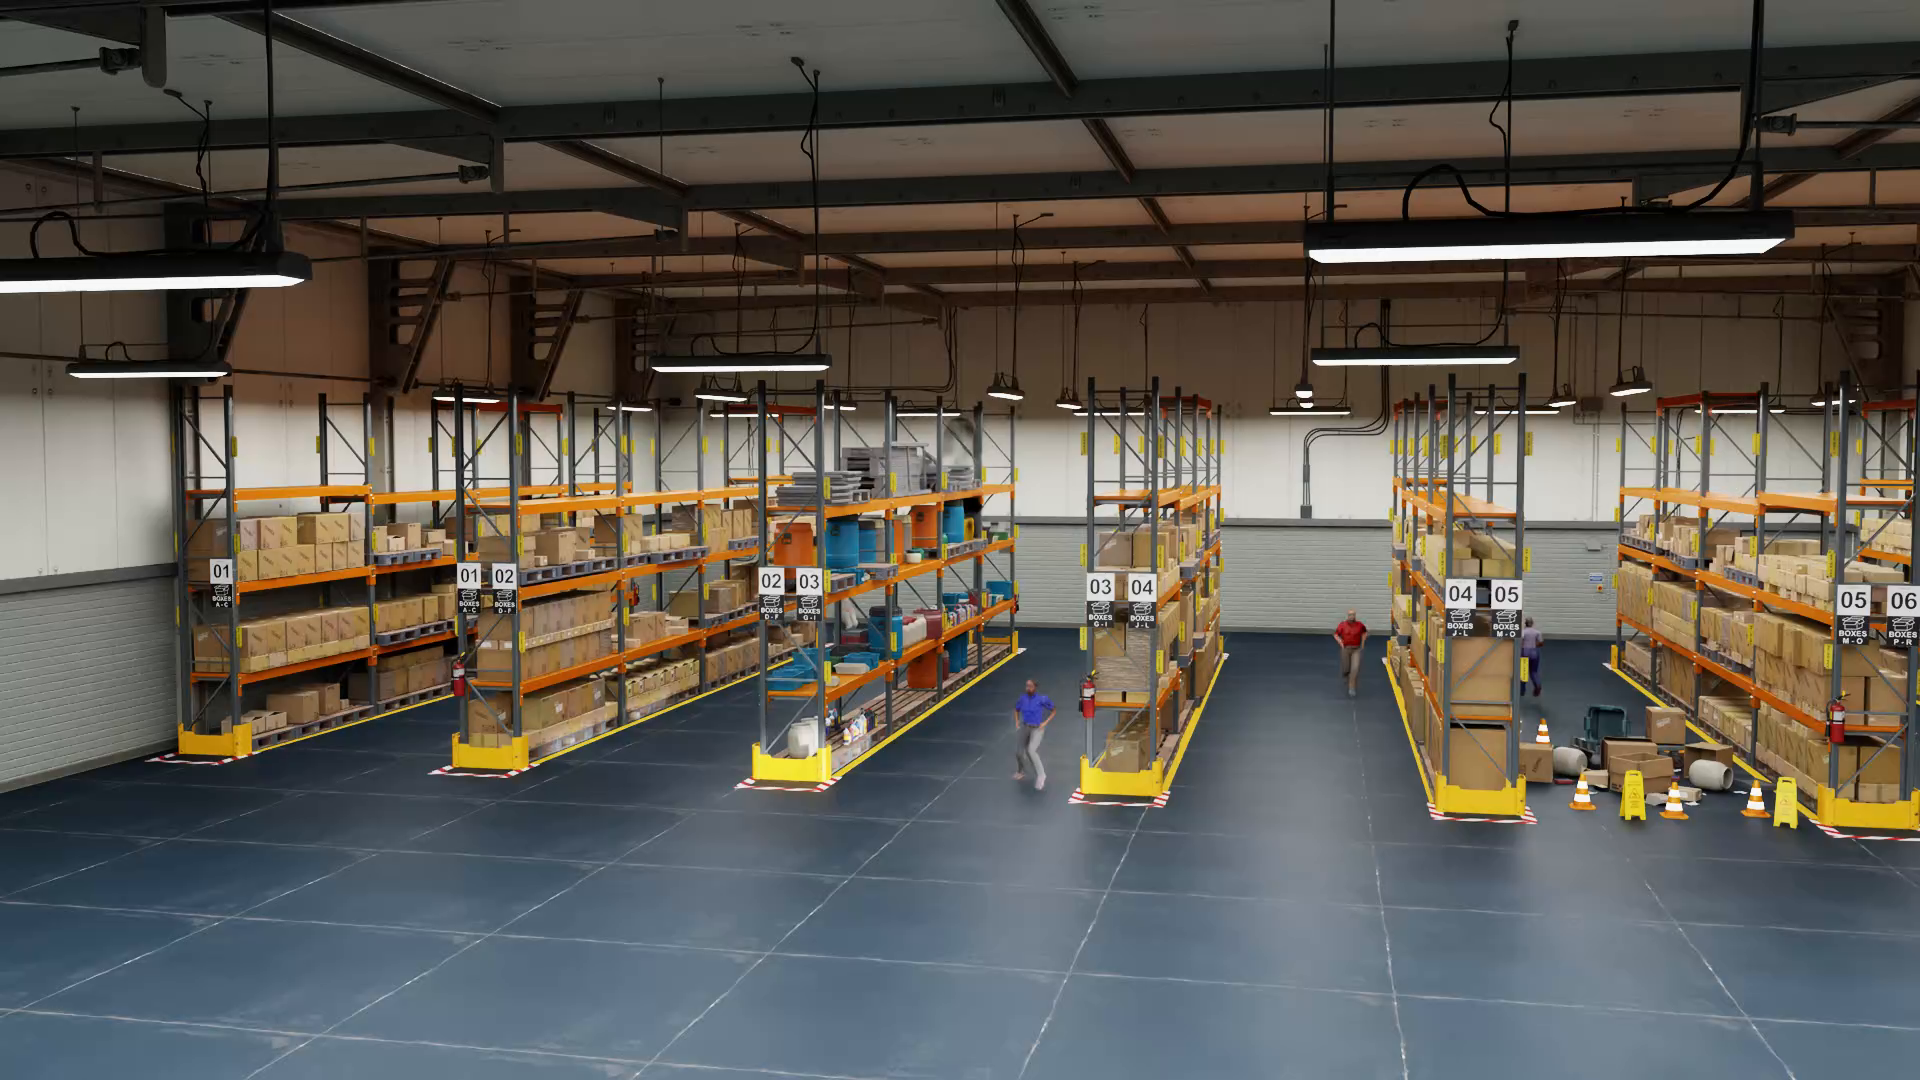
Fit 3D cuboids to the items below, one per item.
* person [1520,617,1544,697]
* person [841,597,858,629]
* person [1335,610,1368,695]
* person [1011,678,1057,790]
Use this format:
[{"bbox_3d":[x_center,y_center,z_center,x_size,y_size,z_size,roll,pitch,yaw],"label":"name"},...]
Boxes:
[{"bbox_3d":[11.244,2.341,32.915,0.607,1.619,0.914,0,3,0],"label":"person"},{"bbox_3d":[-2.846,1.840,42.053,0.608,1.612,0.508,-2,4,-37],"label":"person"},{"bbox_3d":[7.978,2.269,33.907,0.673,1.710,0.791,0,3,8],"label":"person"},{"bbox_3d":[1.044,2.845,24.573,0.781,1.605,0.690,2,4,30],"label":"person"}]
